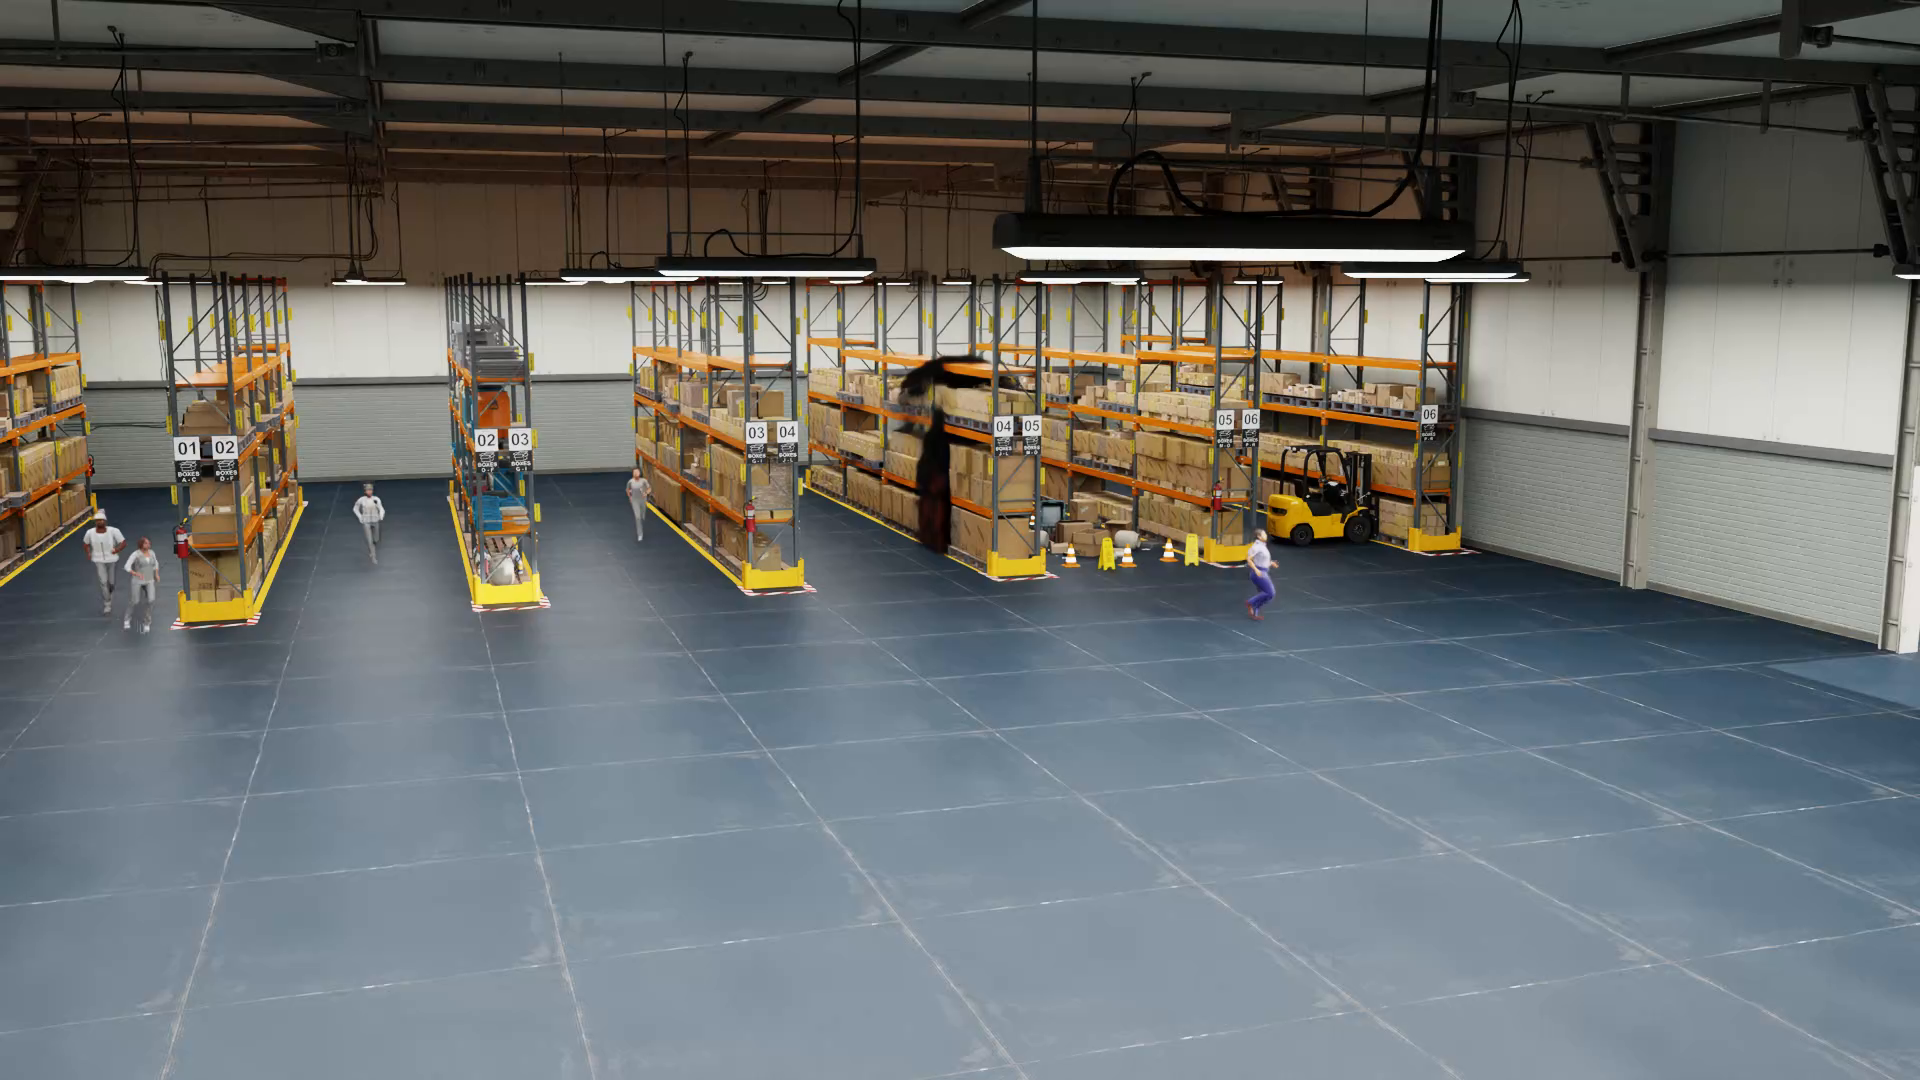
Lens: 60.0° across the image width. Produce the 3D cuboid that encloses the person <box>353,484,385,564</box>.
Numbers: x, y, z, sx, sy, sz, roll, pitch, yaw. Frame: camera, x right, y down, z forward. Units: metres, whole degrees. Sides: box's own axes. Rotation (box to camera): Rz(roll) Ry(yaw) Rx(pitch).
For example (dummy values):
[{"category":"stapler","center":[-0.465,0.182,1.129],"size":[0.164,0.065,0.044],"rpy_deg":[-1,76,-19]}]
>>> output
[{"category":"person","center":[-12.433,-0.361,35.039],"size":[0.618,1.684,0.744],"rpy_deg":[-5,10,-28]}]

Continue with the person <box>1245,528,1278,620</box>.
[{"category":"person","center":[5.237,0.605,28.840],"size":[0.541,1.594,0.604],"rpy_deg":[3,9,16]}]

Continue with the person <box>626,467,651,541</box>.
[{"category":"person","center":[-7.388,-0.848,38.257],"size":[0.563,1.666,0.802],"rpy_deg":[-2,9,-13]}]

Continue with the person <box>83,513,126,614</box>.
[{"category":"person","center":[-15.294,0.384,29.772],"size":[0.689,1.767,0.852],"rpy_deg":[-4,10,-25]}]

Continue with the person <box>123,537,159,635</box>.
[{"category":"person","center":[-13.725,0.746,27.957],"size":[0.706,1.610,0.609],"rpy_deg":[8,12,43]}]
